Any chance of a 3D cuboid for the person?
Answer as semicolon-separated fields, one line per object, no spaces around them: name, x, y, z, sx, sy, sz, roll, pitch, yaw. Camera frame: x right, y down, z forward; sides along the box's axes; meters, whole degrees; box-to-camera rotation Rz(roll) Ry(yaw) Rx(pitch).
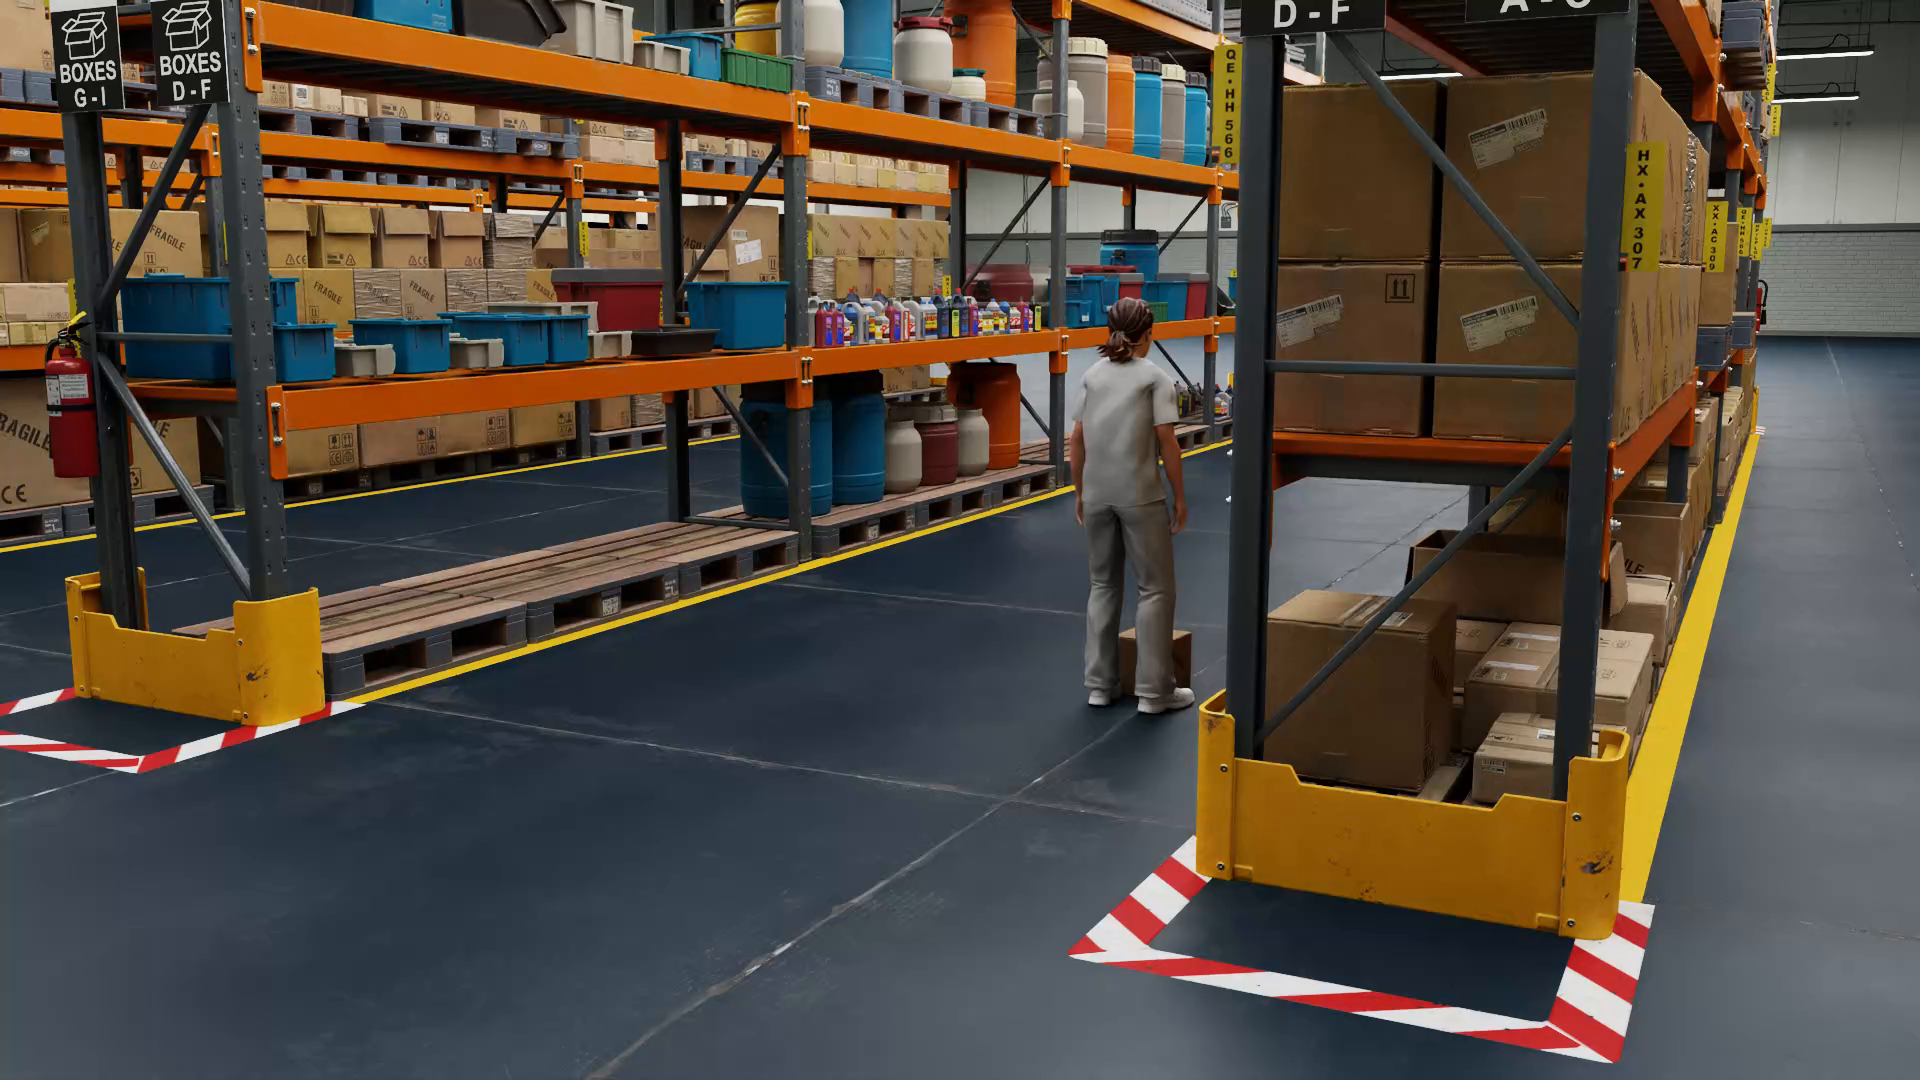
person;0.687;-0.145;6.784;0.509;1.669;0.355;6;11;31
